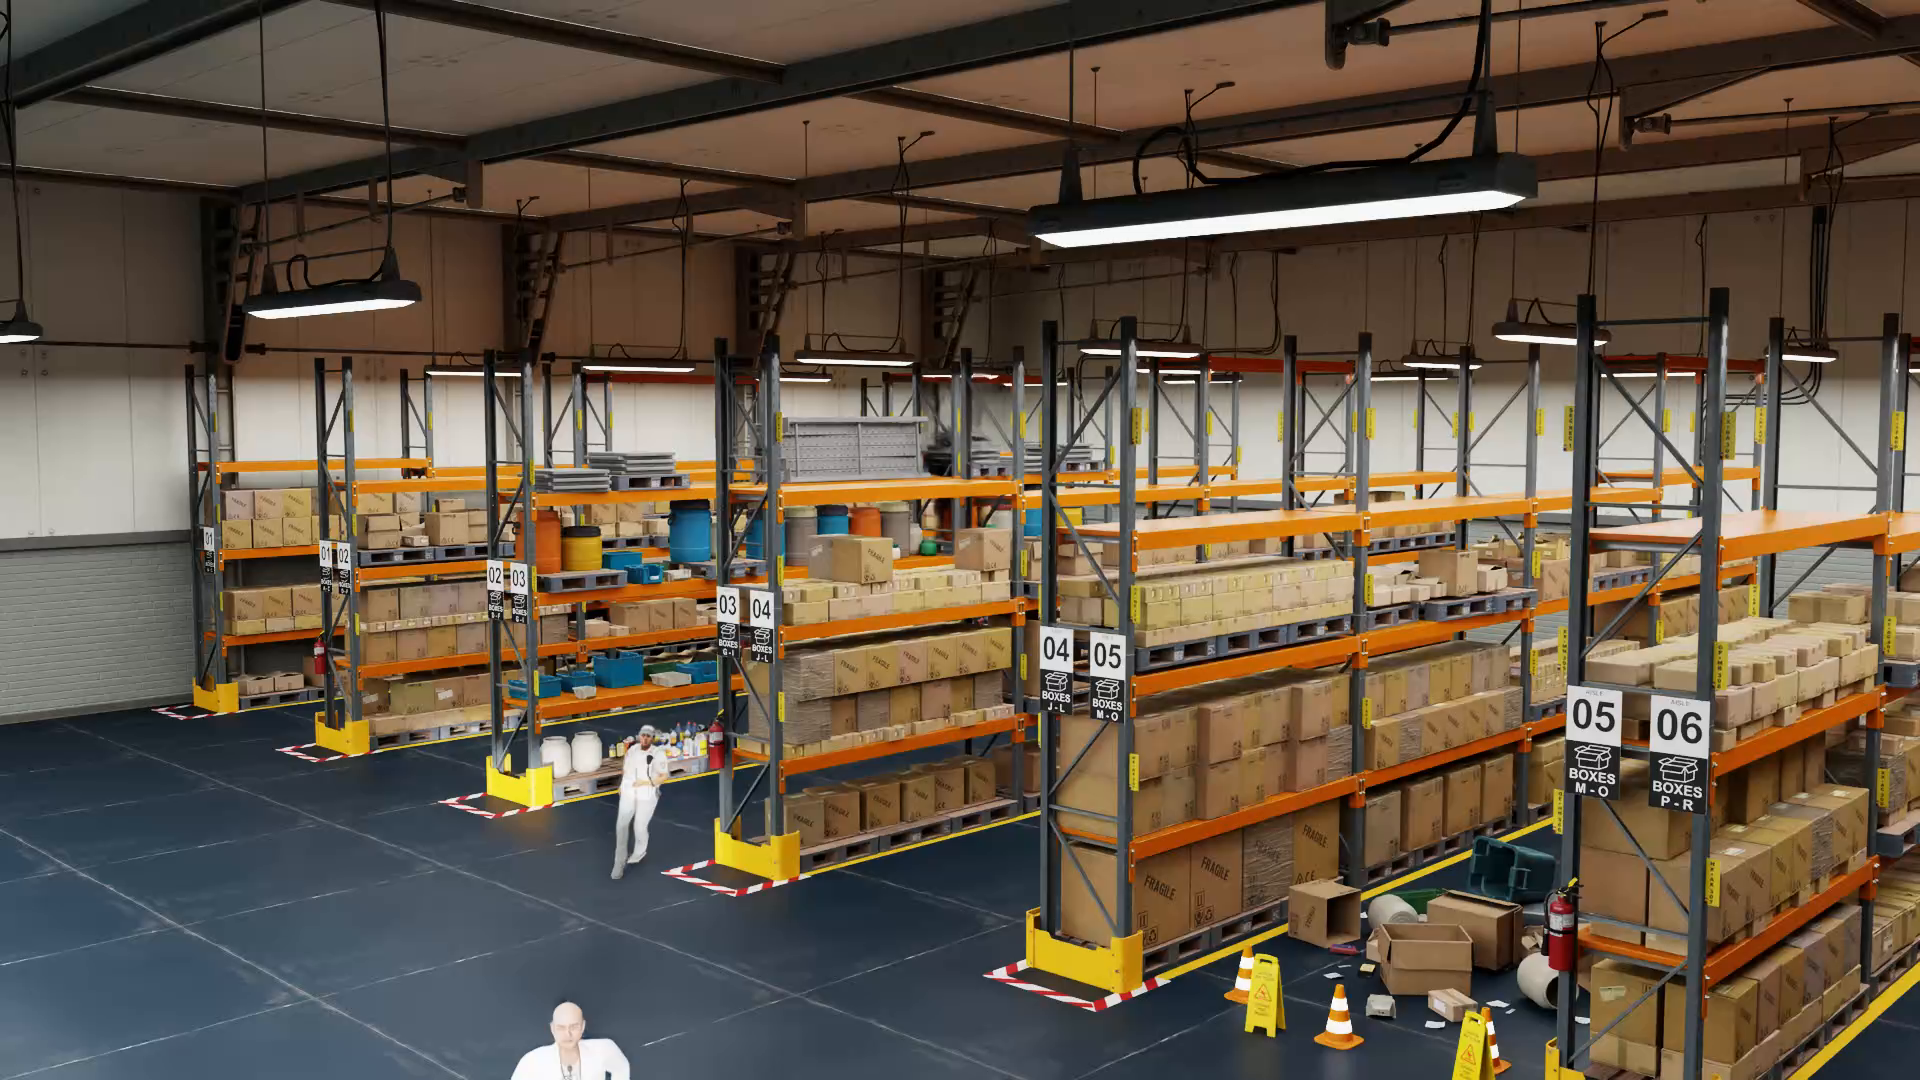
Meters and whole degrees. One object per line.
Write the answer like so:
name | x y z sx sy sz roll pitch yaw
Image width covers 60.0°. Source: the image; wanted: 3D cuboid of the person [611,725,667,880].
person | -3.581 2.907 18.705 0.603 1.663 0.797 0 4 5

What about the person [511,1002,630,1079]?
person | -2.247 3.557 9.562 0.703 1.673 1.059 -1 4 -12
